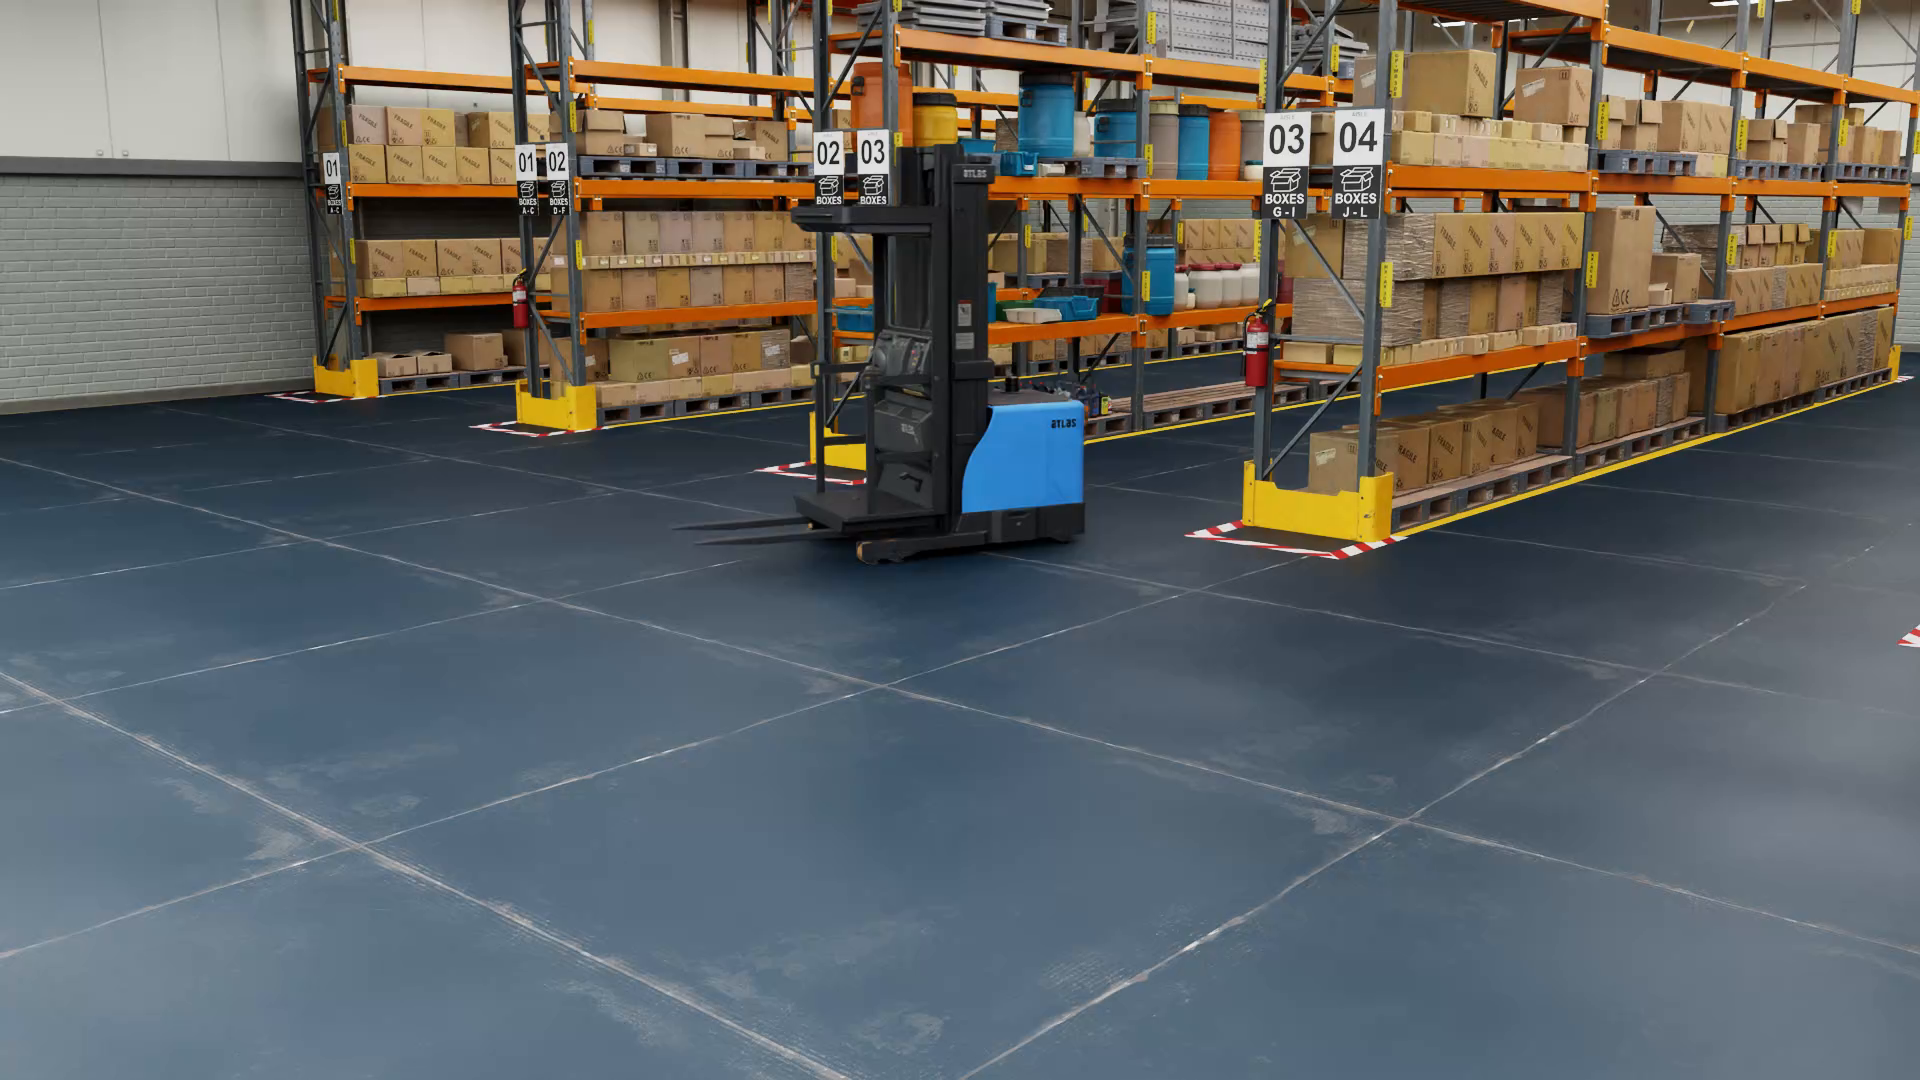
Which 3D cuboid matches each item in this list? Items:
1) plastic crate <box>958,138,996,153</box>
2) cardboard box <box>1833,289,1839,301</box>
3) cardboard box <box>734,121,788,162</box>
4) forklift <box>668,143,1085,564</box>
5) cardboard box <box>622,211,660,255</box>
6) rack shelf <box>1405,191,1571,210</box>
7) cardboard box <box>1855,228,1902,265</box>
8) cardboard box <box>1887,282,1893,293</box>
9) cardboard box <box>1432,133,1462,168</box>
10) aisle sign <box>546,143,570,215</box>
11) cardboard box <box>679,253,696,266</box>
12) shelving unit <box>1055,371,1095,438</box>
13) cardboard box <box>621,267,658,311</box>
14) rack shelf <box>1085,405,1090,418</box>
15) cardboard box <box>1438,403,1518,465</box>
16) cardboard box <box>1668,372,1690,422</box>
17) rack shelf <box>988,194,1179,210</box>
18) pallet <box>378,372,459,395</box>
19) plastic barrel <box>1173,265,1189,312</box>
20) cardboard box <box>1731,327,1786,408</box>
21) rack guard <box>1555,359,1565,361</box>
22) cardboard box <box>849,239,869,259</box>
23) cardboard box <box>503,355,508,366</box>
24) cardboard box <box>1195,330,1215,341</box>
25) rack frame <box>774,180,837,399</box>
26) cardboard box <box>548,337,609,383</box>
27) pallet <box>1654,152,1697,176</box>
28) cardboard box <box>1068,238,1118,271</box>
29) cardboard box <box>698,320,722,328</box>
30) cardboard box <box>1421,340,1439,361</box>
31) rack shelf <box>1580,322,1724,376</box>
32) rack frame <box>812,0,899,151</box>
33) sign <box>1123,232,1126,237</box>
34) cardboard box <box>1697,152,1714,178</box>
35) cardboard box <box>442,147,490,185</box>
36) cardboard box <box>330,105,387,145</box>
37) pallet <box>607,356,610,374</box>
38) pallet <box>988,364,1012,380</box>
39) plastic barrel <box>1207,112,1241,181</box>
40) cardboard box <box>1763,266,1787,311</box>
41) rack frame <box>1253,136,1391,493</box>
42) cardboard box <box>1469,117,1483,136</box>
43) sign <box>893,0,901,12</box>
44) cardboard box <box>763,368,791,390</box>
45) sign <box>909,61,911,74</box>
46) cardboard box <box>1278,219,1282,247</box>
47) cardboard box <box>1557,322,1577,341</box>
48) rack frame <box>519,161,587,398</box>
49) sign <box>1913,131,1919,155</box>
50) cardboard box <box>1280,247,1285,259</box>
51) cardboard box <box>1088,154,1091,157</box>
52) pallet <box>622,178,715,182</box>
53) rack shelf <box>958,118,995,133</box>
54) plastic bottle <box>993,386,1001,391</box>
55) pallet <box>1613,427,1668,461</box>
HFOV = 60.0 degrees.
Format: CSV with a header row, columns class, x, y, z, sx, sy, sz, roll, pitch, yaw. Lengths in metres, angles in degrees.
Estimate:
class,x,y,z,sx,sy,sz,roll,pitch,yaw
plastic crate,0.054,-3.959,17.255,0.392,0.384,0.575,10,15,40
cardboard box,11.282,-3.217,21.801,0.380,0.149,0.250,9,14,38
cardboard box,-2.587,-5.160,21.544,0.500,0.500,0.500,-11,15,-43
forklift,-0.608,-1.380,12.140,3.031,2.935,1.130,-5,12,-25
cardboard box,-4.001,-3.655,19.785,0.700,0.500,0.500,9,15,39
rack shelf,8.263,-5.354,26.037,1.077,0.370,4.000,10,15,40
cardboard box,13.180,-4.224,23.910,0.500,0.500,0.500,10,15,41
cardboard box,13.146,-3.633,23.884,0.380,0.149,0.250,10,15,41
cardboard box,3.590,-3.047,13.034,0.500,0.250,0.500,9,15,39
aisle sign,-4.510,-4.043,18.655,0.394,0.787,0.004,10,15,40
cardboard box,-3.427,-3.404,20.183,0.380,0.149,0.250,10,15,40
shelving unit,0.832,-0.735,13.289,0.189,1.200,0.258,6,6,-33
cardboard box,-4.036,-3.011,19.872,0.700,0.500,0.500,10,15,42
rack shelf,0.883,-1.045,13.260,0.180,0.103,0.258,6,6,-33
cardboard box,4.716,-0.965,15.196,0.500,0.500,0.500,-7,13,-30
cardboard box,7.596,-1.601,18.329,0.700,0.500,0.500,9,14,37
rack shelf,1.904,-5.406,26.299,1.077,0.370,4.000,10,15,40
pallet,-7.807,-2.216,23.265,1.003,0.211,1.213,10,15,40
plastic barrel,2.458,-2.944,19.443,0.433,0.535,0.433,0,11,0
cardboard box,9.088,-2.106,19.948,1.225,0.875,0.875,10,15,41
rack guard,9.589,-3.309,28.004,1.175,0.500,0.348,10,15,40
cardboard box,-1.946,-5.026,29.149,0.500,0.500,0.500,10,15,40
cardboard box,-6.851,-2.630,24.378,0.380,0.149,0.250,8,14,36
cardboard box,4.228,-3.571,29.043,0.380,0.166,0.250,10,15,40
rack frame,-2.056,-3.405,22.103,1.000,3.000,0.127,10,15,40
cardboard box,-4.566,-2.160,19.899,0.500,0.500,0.500,10,15,40
pallet,6.552,-3.733,16.564,1.213,0.211,1.003,10,15,40
cardboard box,2.105,-4.570,26.604,0.700,0.500,0.500,6,13,26
cardboard box,-4.310,-3.374,27.202,0.700,0.500,0.500,10,15,40
cardboard box,3.614,-1.532,13.365,0.380,0.149,0.250,10,15,40
rack shelf,6.703,-2.066,17.231,1.077,0.370,4.000,10,15,40
rack frame,-0.979,-5.118,15.360,1.000,3.000,0.127,10,15,40
sign,2.812,-5.076,28.257,0.100,0.325,0.005,10,15,40
cardboard box,7.576,-3.934,17.472,0.500,0.250,0.500,10,15,40
cardboard box,-6.953,-5.236,23.305,0.500,0.500,0.500,11,16,44
cardboard box,-7.984,-5.502,22.084,0.500,0.500,0.500,8,14,36
pallet,-5.267,-2.793,26.154,1.003,0.211,1.213,10,15,40
pallet,0.011,-2.510,24.741,1.003,0.211,1.213,10,15,40
plastic barrel,3.165,-4.846,20.558,0.600,0.830,0.708,10,15,40
cardboard box,9.554,-3.023,19.934,0.500,0.500,0.500,10,15,41
rack frame,2.742,-1.536,12.741,1.000,3.000,0.127,10,15,40
cardboard box,3.982,-3.326,13.412,0.380,0.149,0.250,9,14,38
sign,-0.568,-4.944,15.021,0.100,0.325,0.005,10,15,40
cardboard box,-2.536,-2.094,21.486,0.500,0.250,0.500,10,15,40
sign,-0.900,-8.775,30.883,0.100,0.325,0.005,10,15,40
cardboard box,5.445,-5.535,29.956,0.500,0.500,0.500,10,15,42
cardboard box,5.461,-1.931,15.364,0.380,0.149,0.250,10,15,40
rack frame,-4.697,-2.817,19.156,1.000,3.000,0.127,10,15,40
sign,13.702,-5.684,23.793,0.100,0.325,0.005,10,15,40
cardboard box,5.774,-5.119,30.427,0.500,0.500,0.500,10,15,42
cardboard box,1.527,-5.734,25.848,0.910,0.500,0.500,10,15,40
pallet,-4.610,-5.654,26.183,1.213,0.211,1.003,10,15,40
rack shelf,0.821,-7.910,32.195,1.077,0.370,4.000,10,15,40
plastic bottle,0.412,-1.526,18.332,0.144,0.351,0.185,10,15,40
pallet,6.700,-1.052,17.438,1.003,0.211,1.213,10,15,40
